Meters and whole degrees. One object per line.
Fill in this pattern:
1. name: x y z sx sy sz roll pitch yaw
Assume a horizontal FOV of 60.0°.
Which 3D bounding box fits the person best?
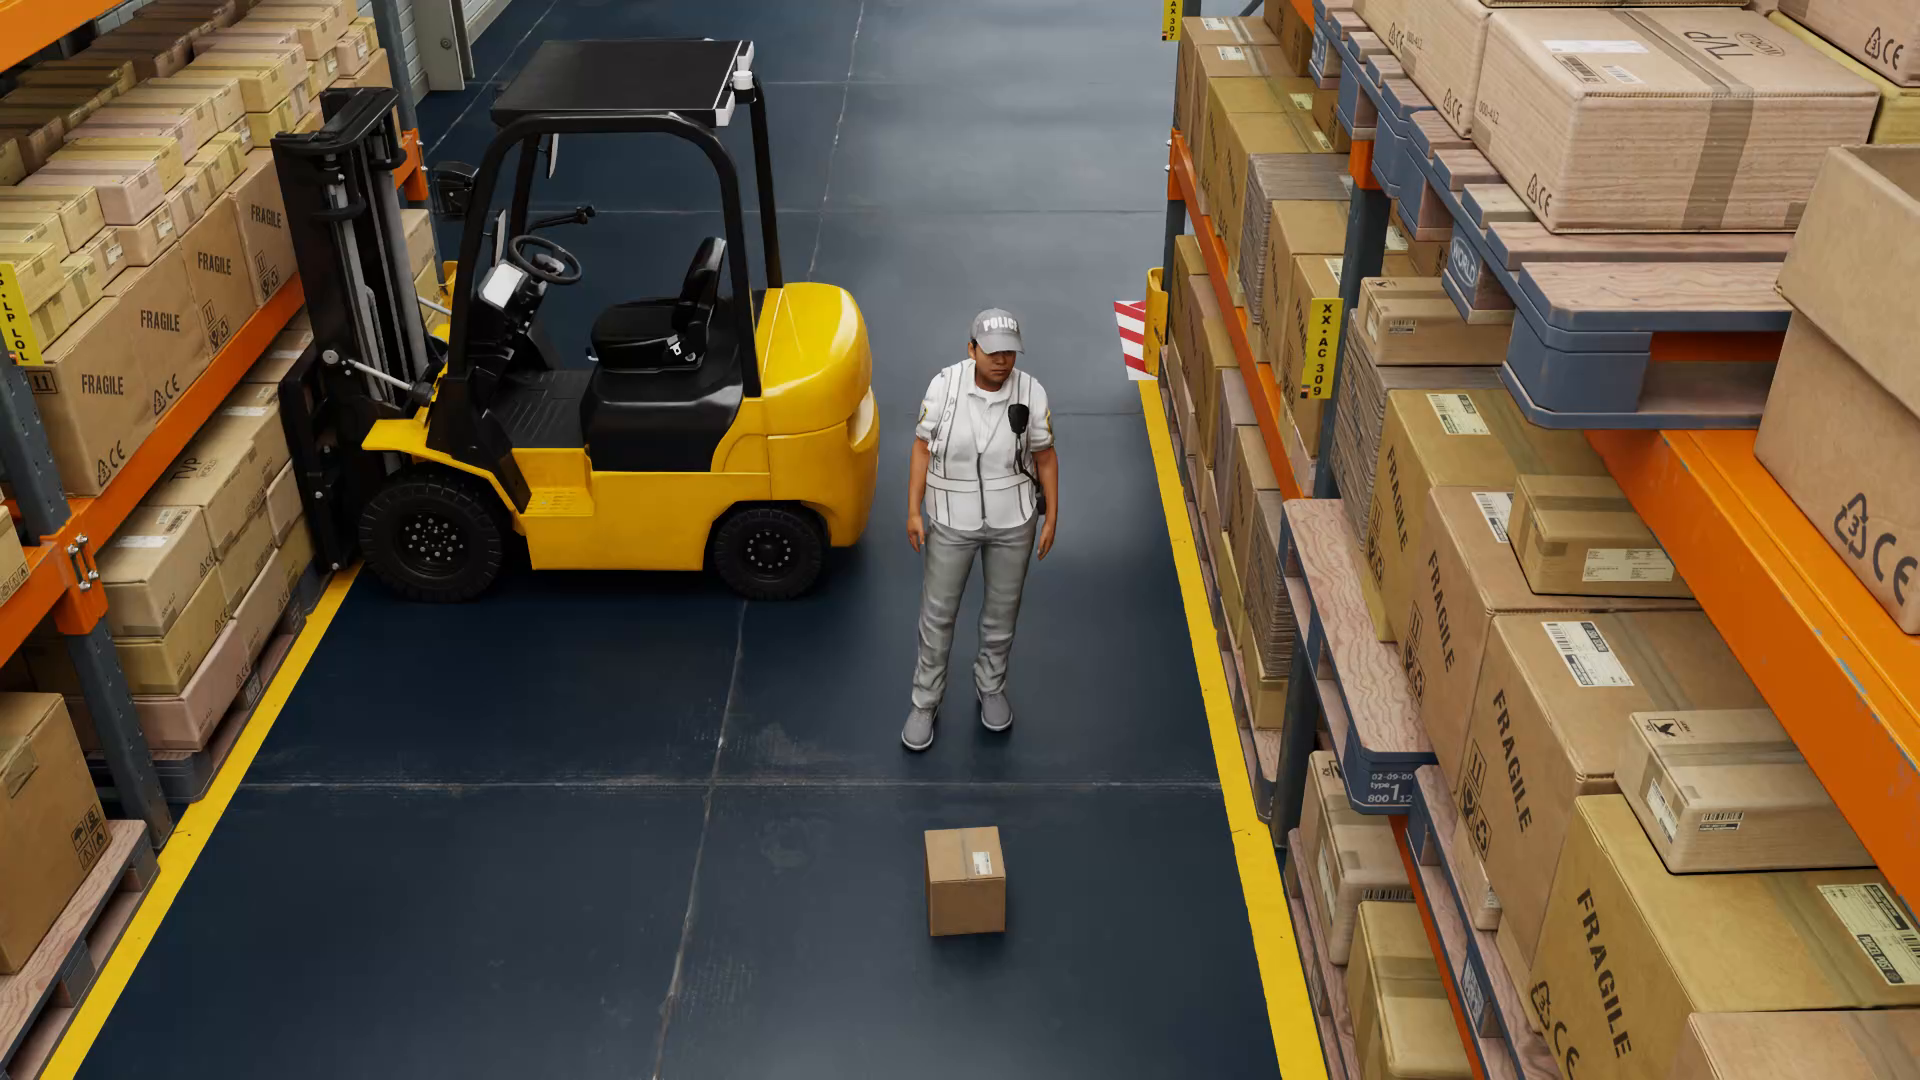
1. person: 0.068 -0.034 6.166 0.597 1.670 0.526 -1 32 -1
